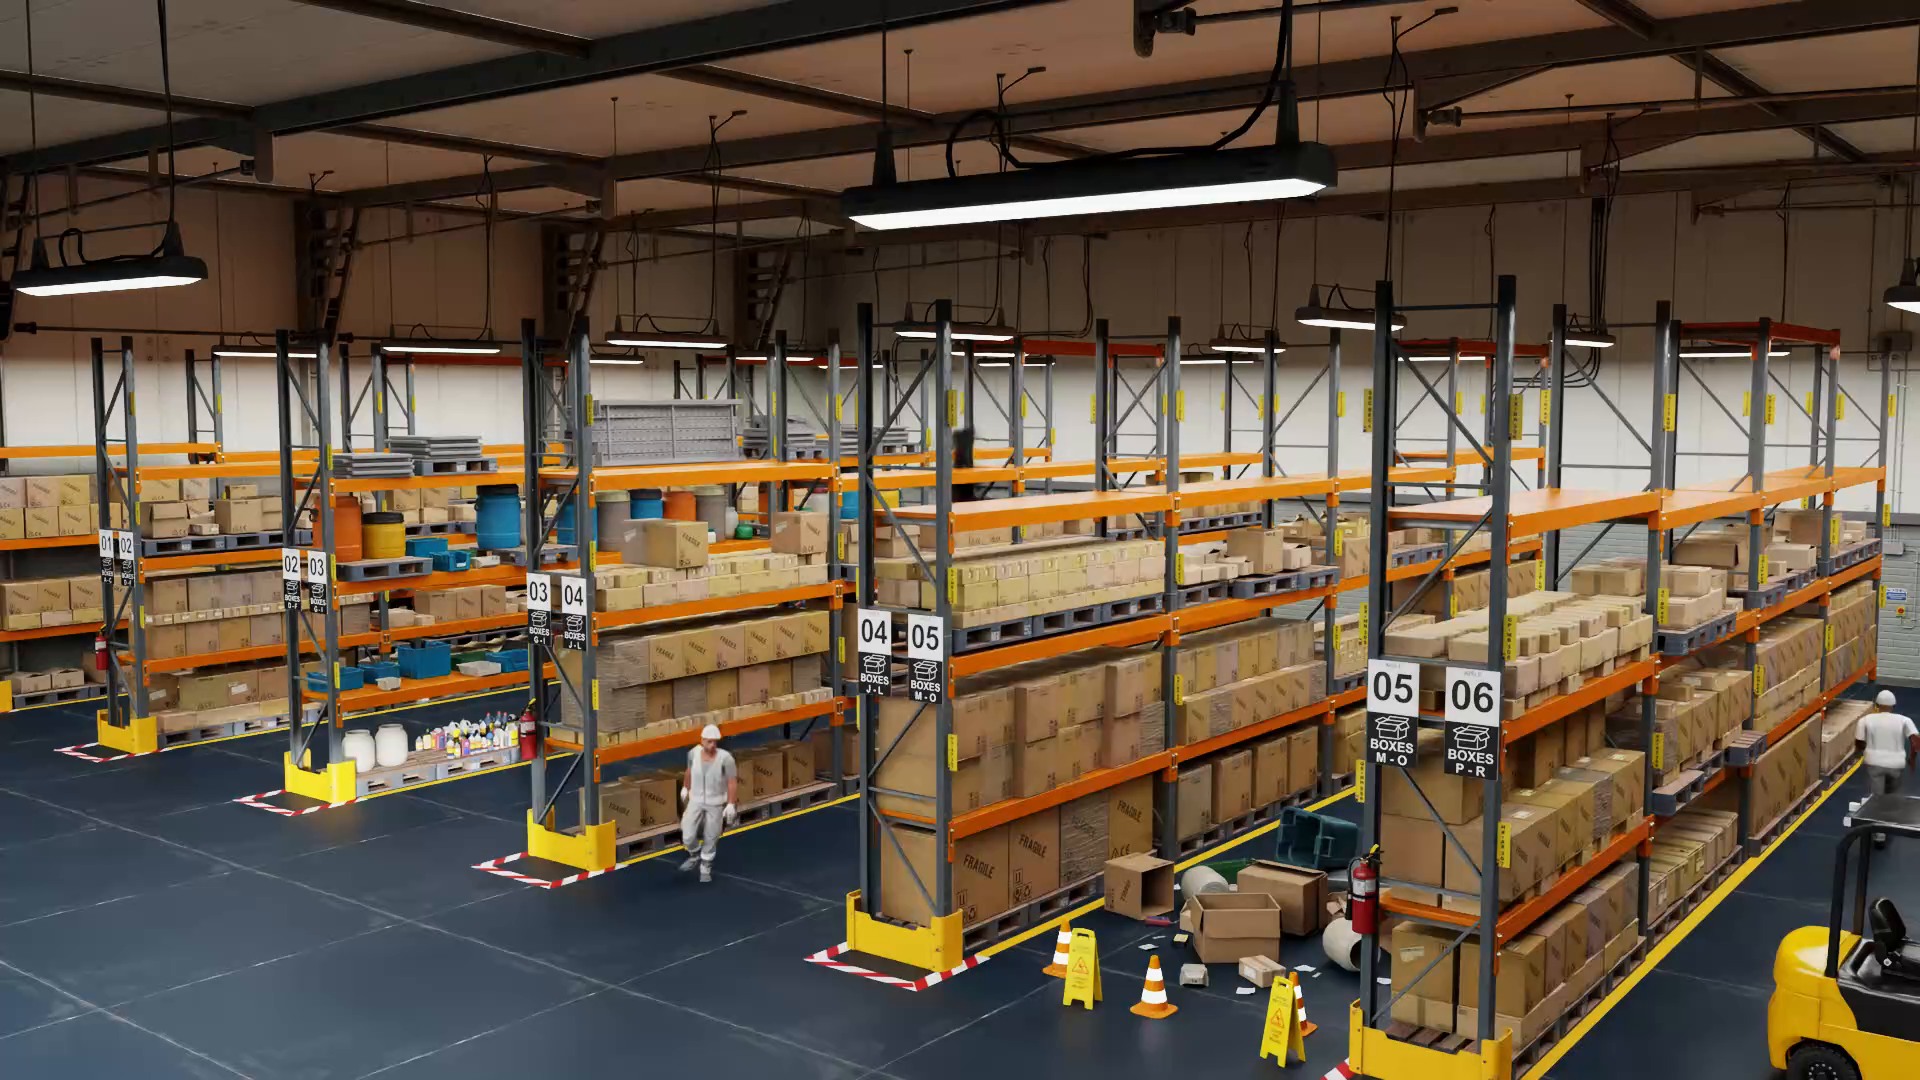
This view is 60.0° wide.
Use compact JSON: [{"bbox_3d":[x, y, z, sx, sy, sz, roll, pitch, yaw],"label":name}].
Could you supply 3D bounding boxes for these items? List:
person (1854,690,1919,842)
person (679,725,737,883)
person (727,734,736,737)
[{"bbox_3d":[10.696,2.637,19.232,0.645,1.777,0.825,2,5,24],"label":"person"},{"bbox_3d":[-2.667,2.776,17.533,0.667,1.737,0.611,0,5,3],"label":"person"},{"bbox_3d":[-3.634,2.141,24.897,0.637,1.738,0.880,0,5,-3],"label":"person"}]
